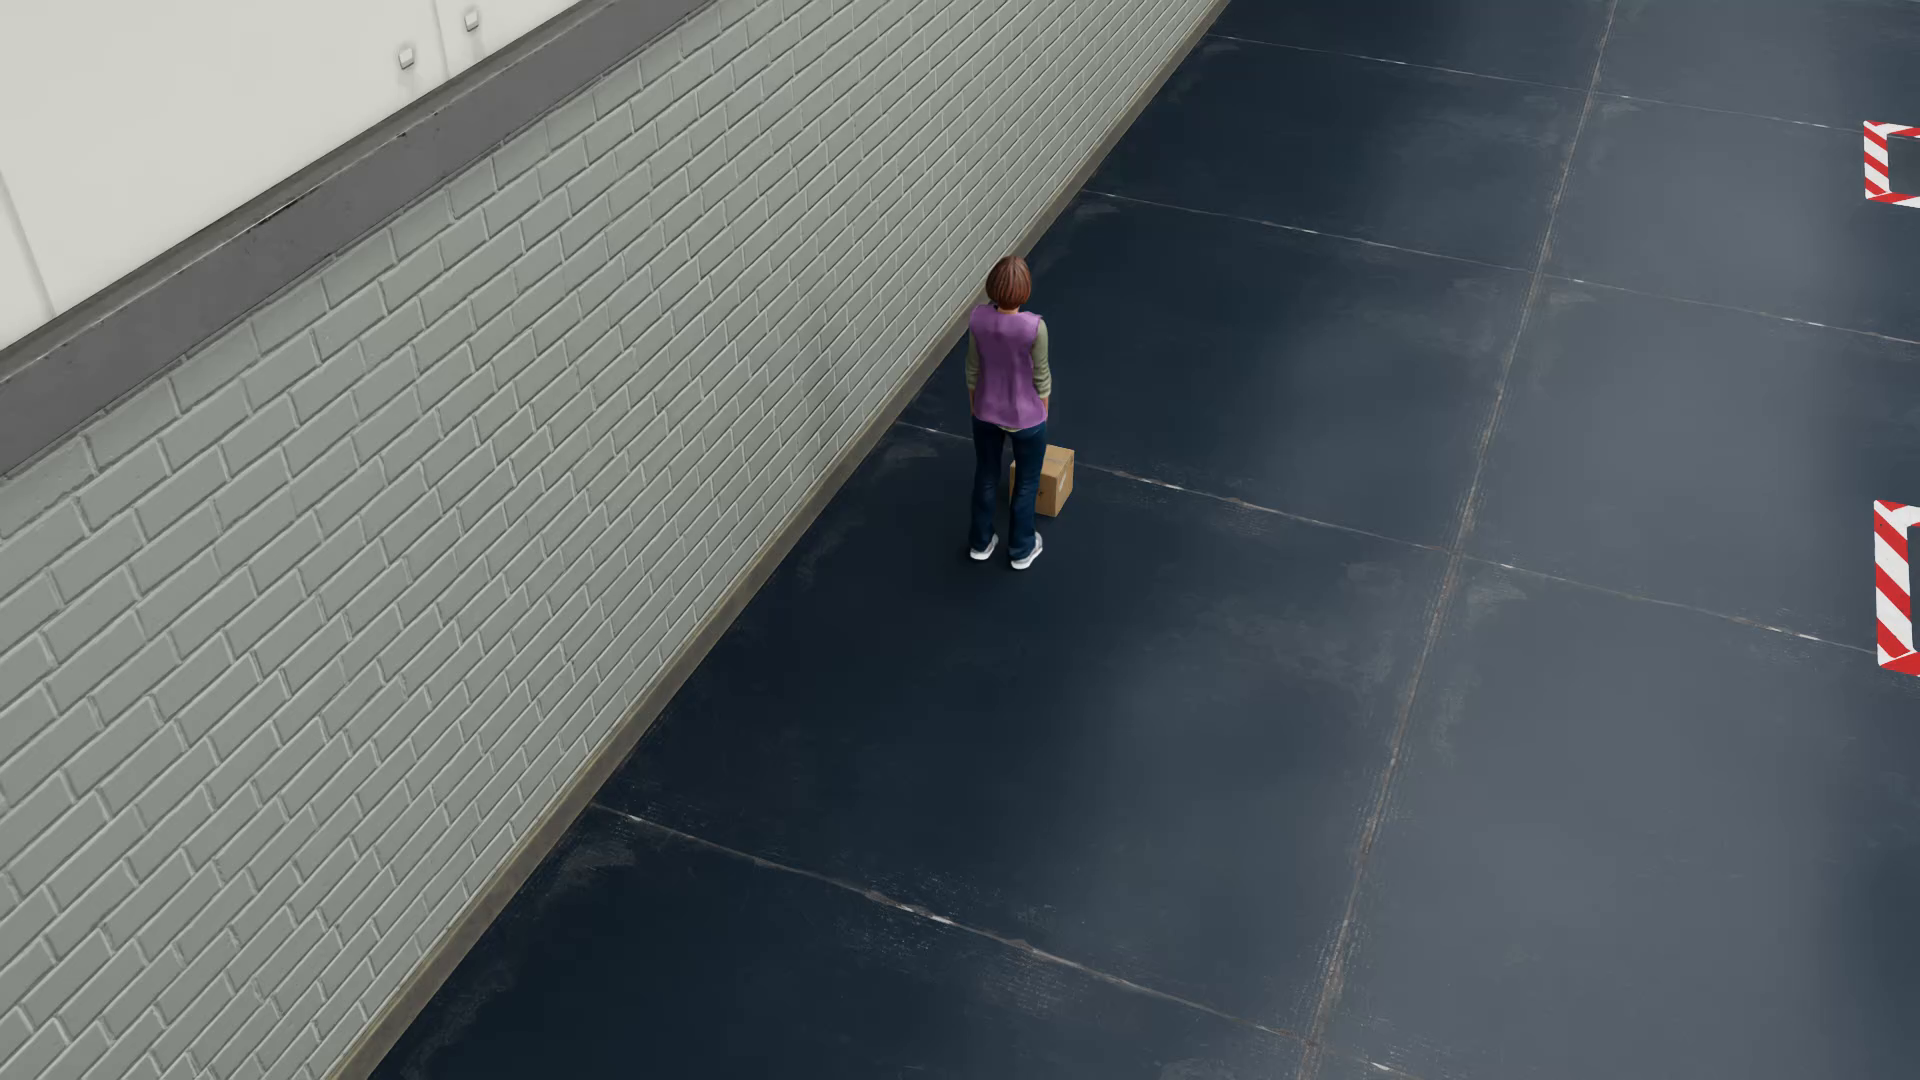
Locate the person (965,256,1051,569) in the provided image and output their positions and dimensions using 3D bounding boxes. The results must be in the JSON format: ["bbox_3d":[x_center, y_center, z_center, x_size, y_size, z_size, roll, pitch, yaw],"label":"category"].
[{"bbox_3d":[0.215,-0.559,7.565,0.408,1.629,0.311,15,40,18],"label":"person"}]
